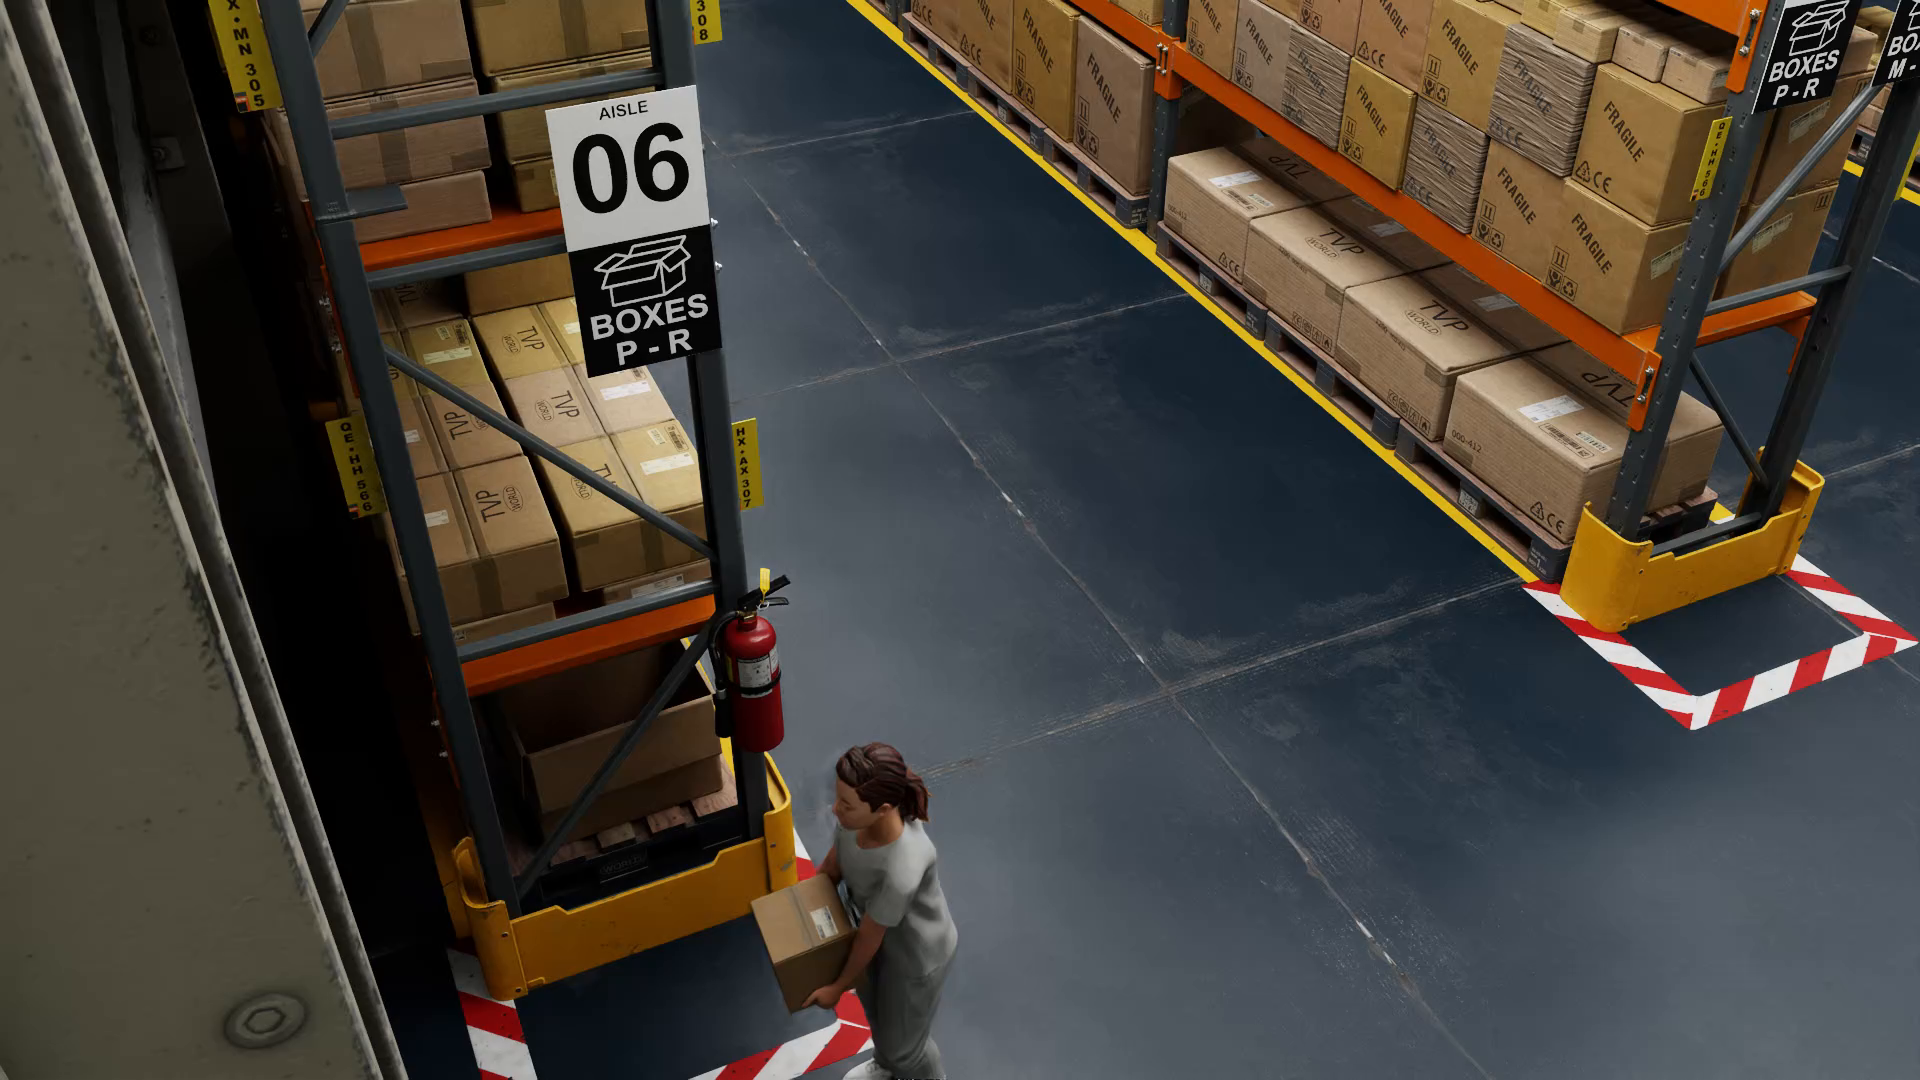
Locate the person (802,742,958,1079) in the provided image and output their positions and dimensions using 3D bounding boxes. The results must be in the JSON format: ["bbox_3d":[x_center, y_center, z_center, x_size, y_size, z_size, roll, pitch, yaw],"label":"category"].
[{"bbox_3d":[-0.270,1.245,5.039,0.511,1.662,0.411,-13,39,-16],"label":"person"}]
